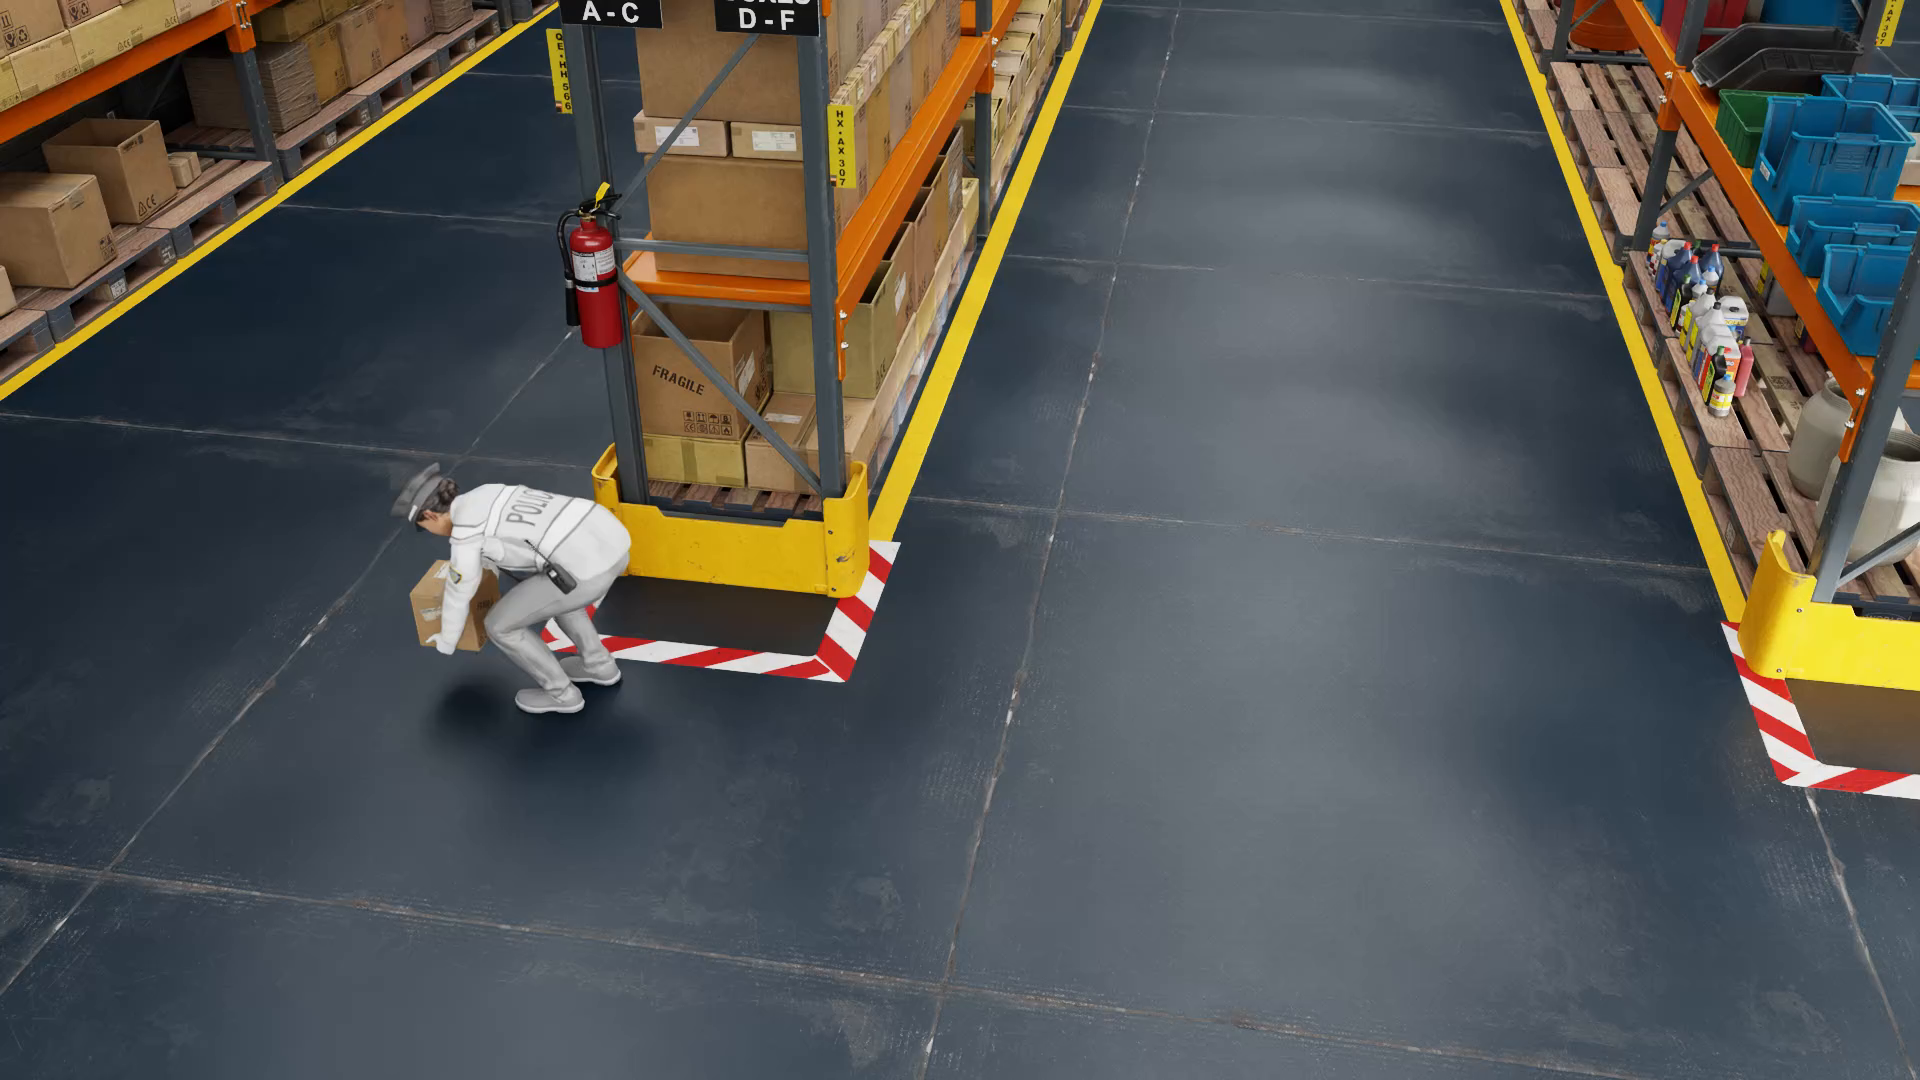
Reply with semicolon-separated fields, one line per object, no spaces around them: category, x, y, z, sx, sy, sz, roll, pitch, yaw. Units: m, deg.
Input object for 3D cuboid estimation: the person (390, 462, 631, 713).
person;-1.717;0.180;6.486;0.916;0.990;0.453;8;33;12
